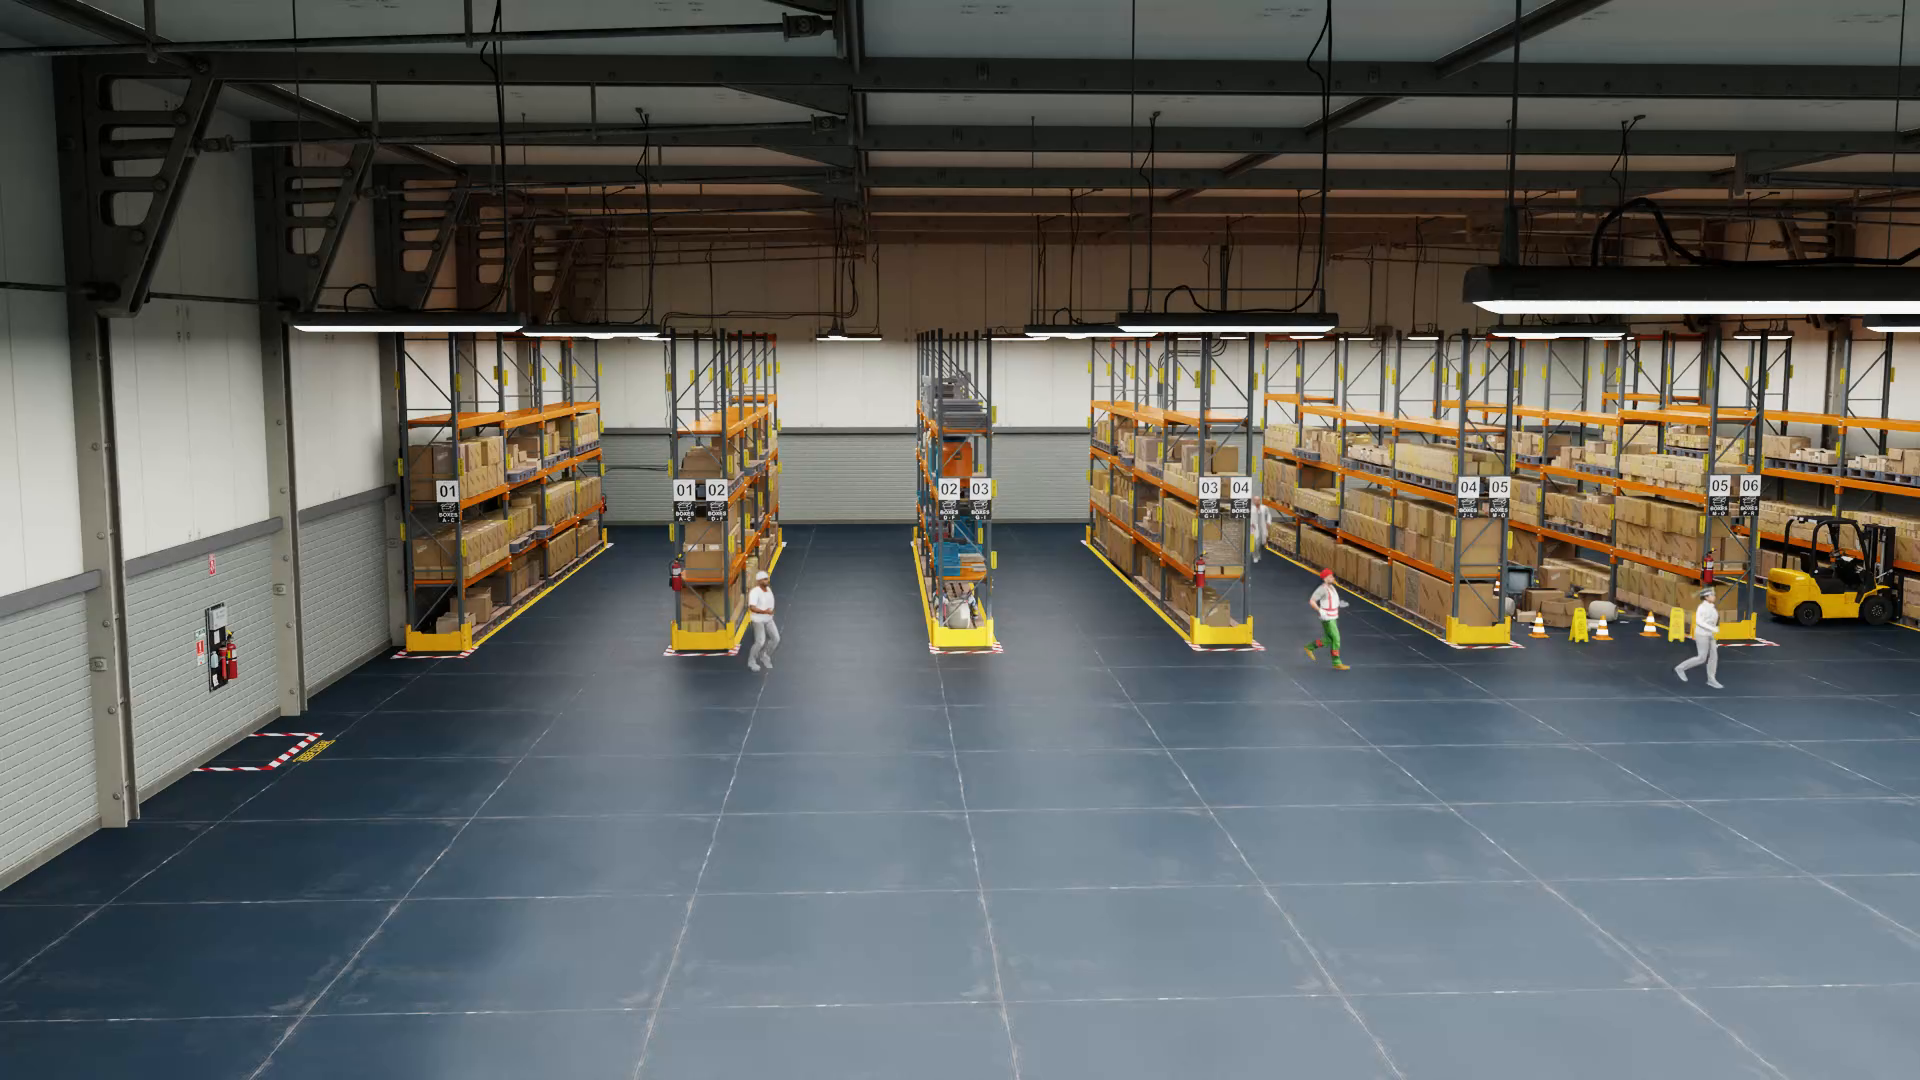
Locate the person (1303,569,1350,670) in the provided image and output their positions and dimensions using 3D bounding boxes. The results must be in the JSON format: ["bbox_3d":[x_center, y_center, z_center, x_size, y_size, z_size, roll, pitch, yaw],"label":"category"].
[{"bbox_3d":[6.477,1.388,29.363,0.919,1.765,0.669,5,8,35],"label":"person"}]

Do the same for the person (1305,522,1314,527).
[{"bbox_3d":[10.247,-0.794,48.664,0.649,1.622,0.658,-4,8,-28],"label":"person"}]

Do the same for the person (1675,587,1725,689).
[{"bbox_3d":[12.452,1.612,27.881,0.785,1.703,0.640,6,9,41],"label":"person"}]

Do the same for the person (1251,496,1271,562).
[{"bbox_3d":[7.826,-0.277,43.625,0.721,1.738,0.586,0,7,-1],"label":"person"}]

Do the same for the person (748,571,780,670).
[{"bbox_3d":[-3.423,1.425,29.191,0.688,1.774,0.727,5,8,34],"label":"person"}]
